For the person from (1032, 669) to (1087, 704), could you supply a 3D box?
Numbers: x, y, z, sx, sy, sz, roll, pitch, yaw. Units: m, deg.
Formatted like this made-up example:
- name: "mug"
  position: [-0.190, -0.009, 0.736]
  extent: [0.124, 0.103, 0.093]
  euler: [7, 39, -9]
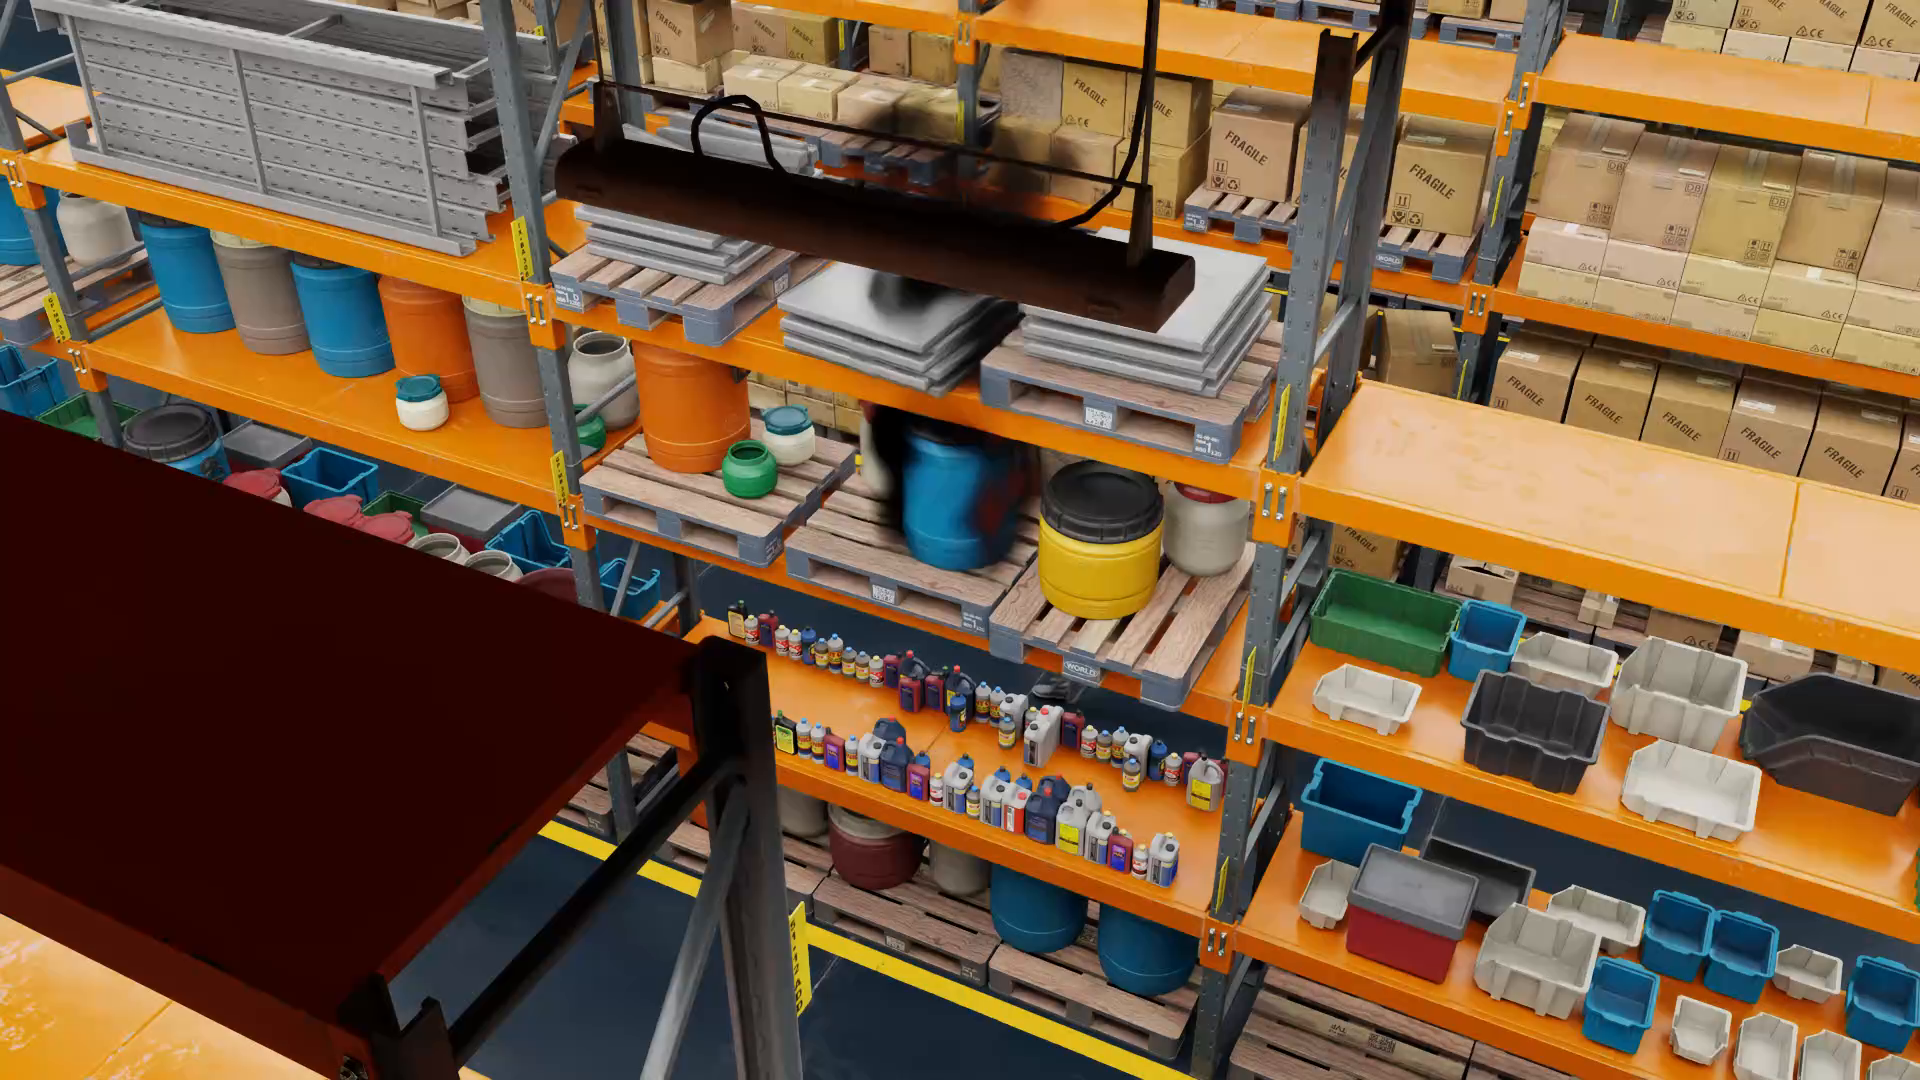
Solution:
- name: "person"
  position: [0.693, 0.475, 11.756]
  extent: [0.569, 1.649, 0.611]
  euler: [11, 36, 15]
